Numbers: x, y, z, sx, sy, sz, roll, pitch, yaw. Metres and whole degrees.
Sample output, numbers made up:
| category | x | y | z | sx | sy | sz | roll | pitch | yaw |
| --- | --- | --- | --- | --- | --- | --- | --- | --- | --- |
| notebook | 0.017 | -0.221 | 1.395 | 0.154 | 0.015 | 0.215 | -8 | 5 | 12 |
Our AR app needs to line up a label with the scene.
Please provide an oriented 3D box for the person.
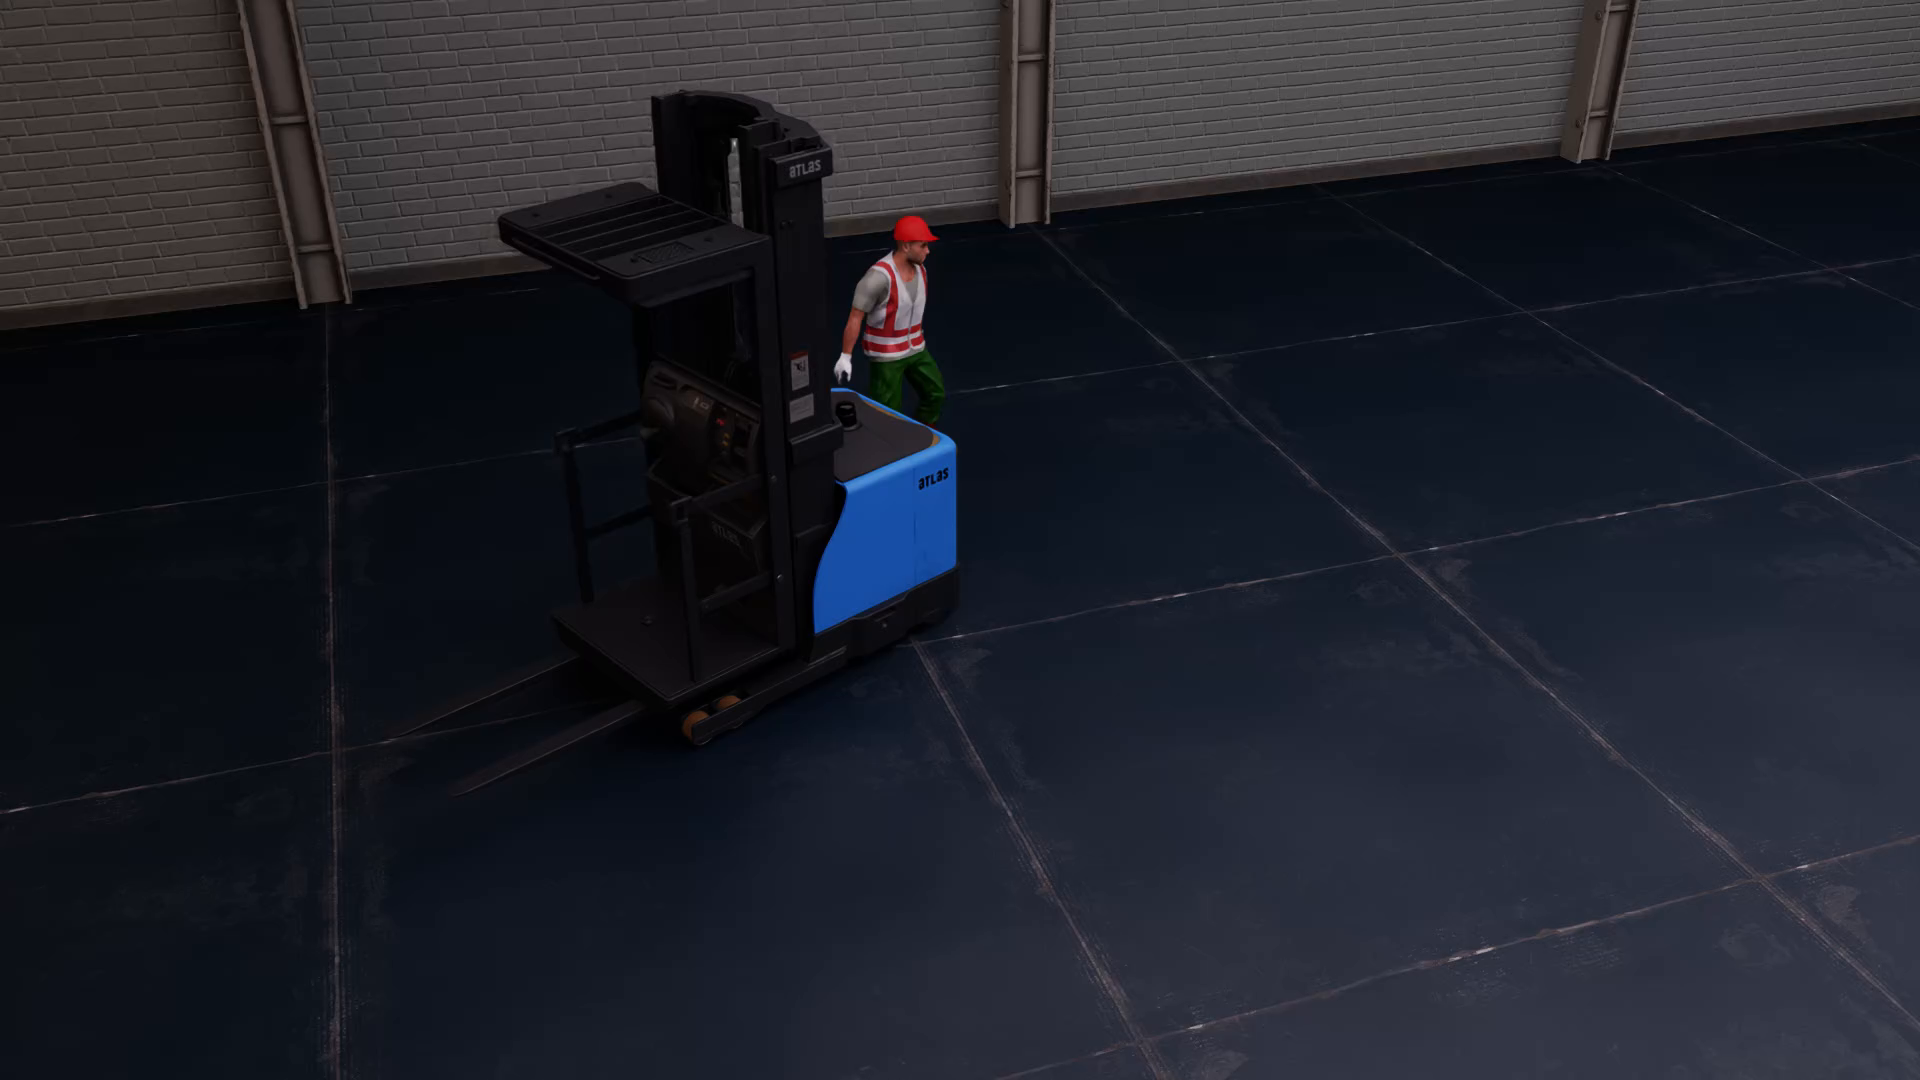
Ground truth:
| category | x | y | z | sx | sy | sz | roll | pitch | yaw |
| --- | --- | --- | --- | --- | --- | --- | --- | --- | --- |
| person | -0.393 | -1.164 | 10.333 | 0.460 | 1.750 | 0.885 | 24 | 38 | 36 |

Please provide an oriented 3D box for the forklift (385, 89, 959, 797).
| category | x | y | z | sx | sy | sz | roll | pitch | yaw |
| --- | --- | --- | --- | --- | --- | --- | --- | --- | --- |
| forklift | -1.426 | -0.547 | 8.038 | 3.031 | 2.935 | 1.130 | -25 | 38 | -36 |
